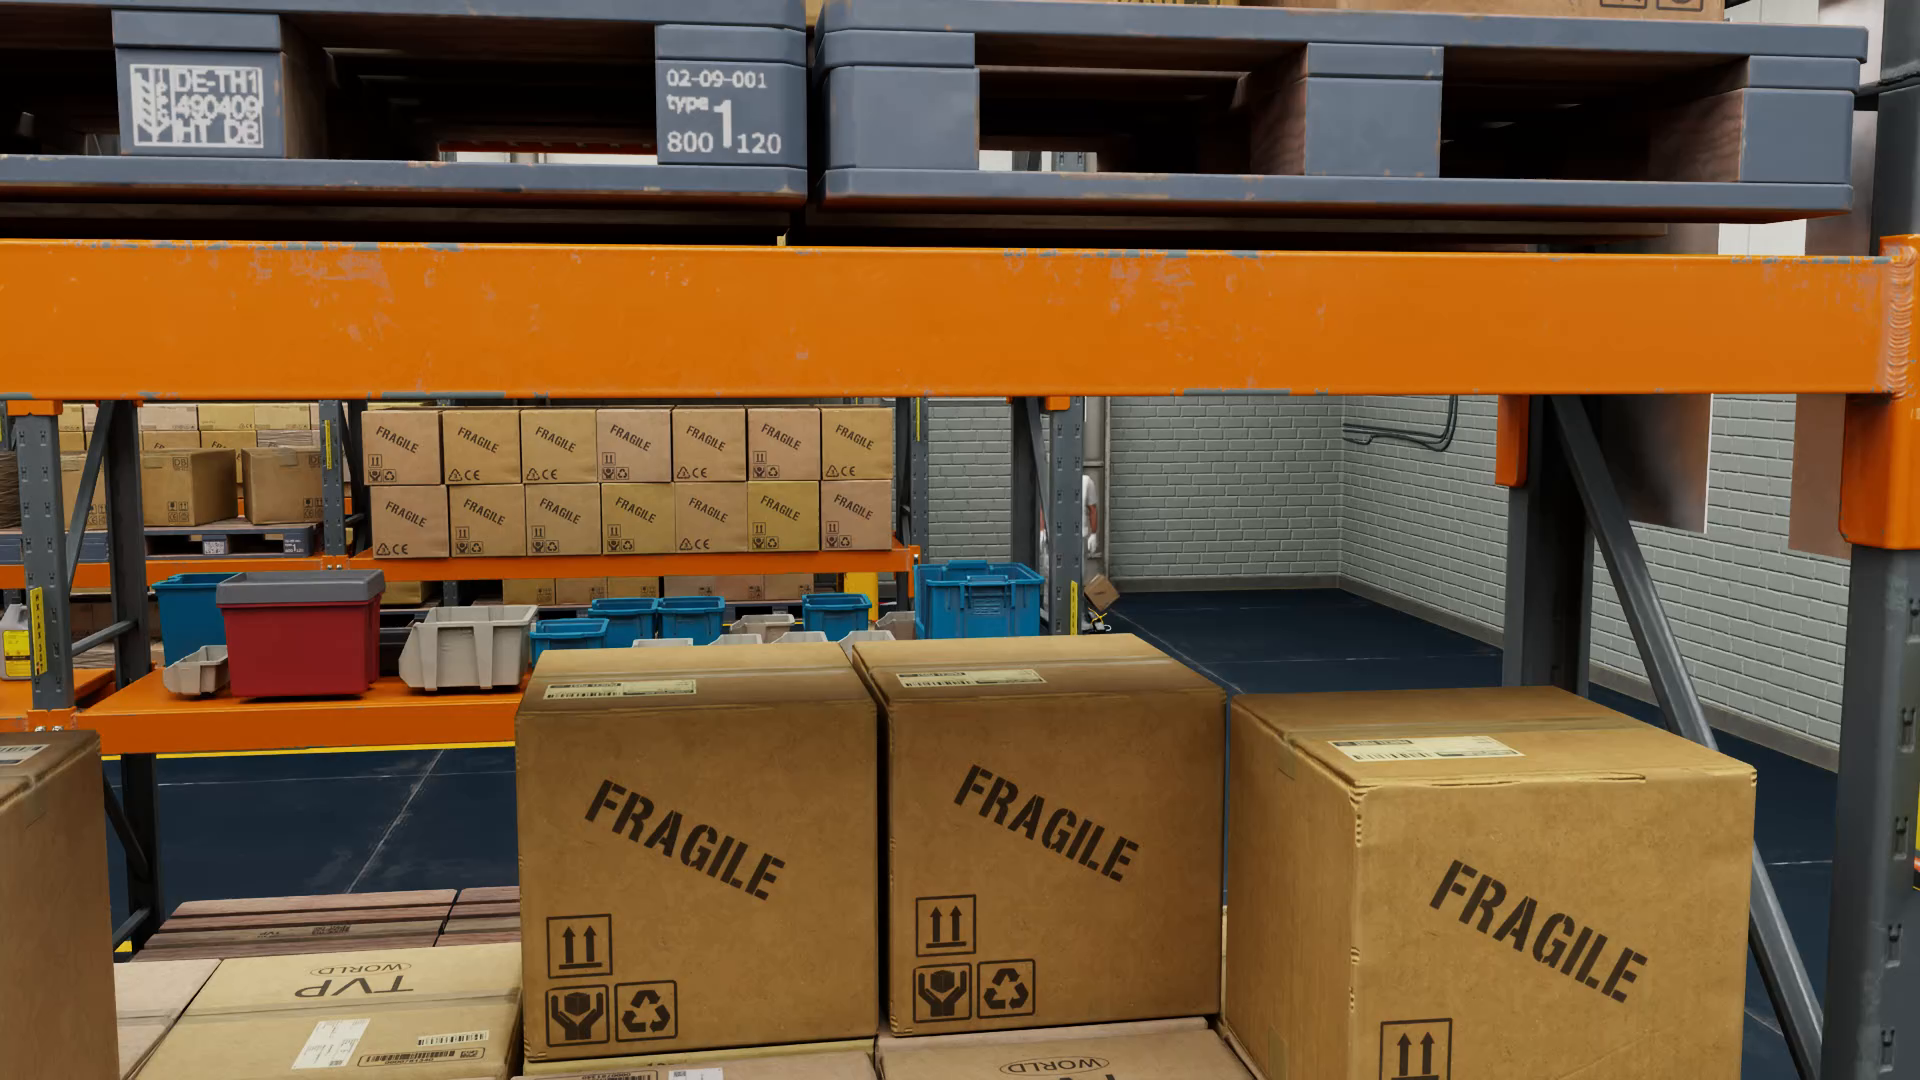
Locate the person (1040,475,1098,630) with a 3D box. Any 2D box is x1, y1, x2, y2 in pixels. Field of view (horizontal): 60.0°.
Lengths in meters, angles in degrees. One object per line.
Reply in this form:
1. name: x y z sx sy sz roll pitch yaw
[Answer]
1. person: 1.036 -0.010 15.972 0.593 1.787 0.543 0 6 1
